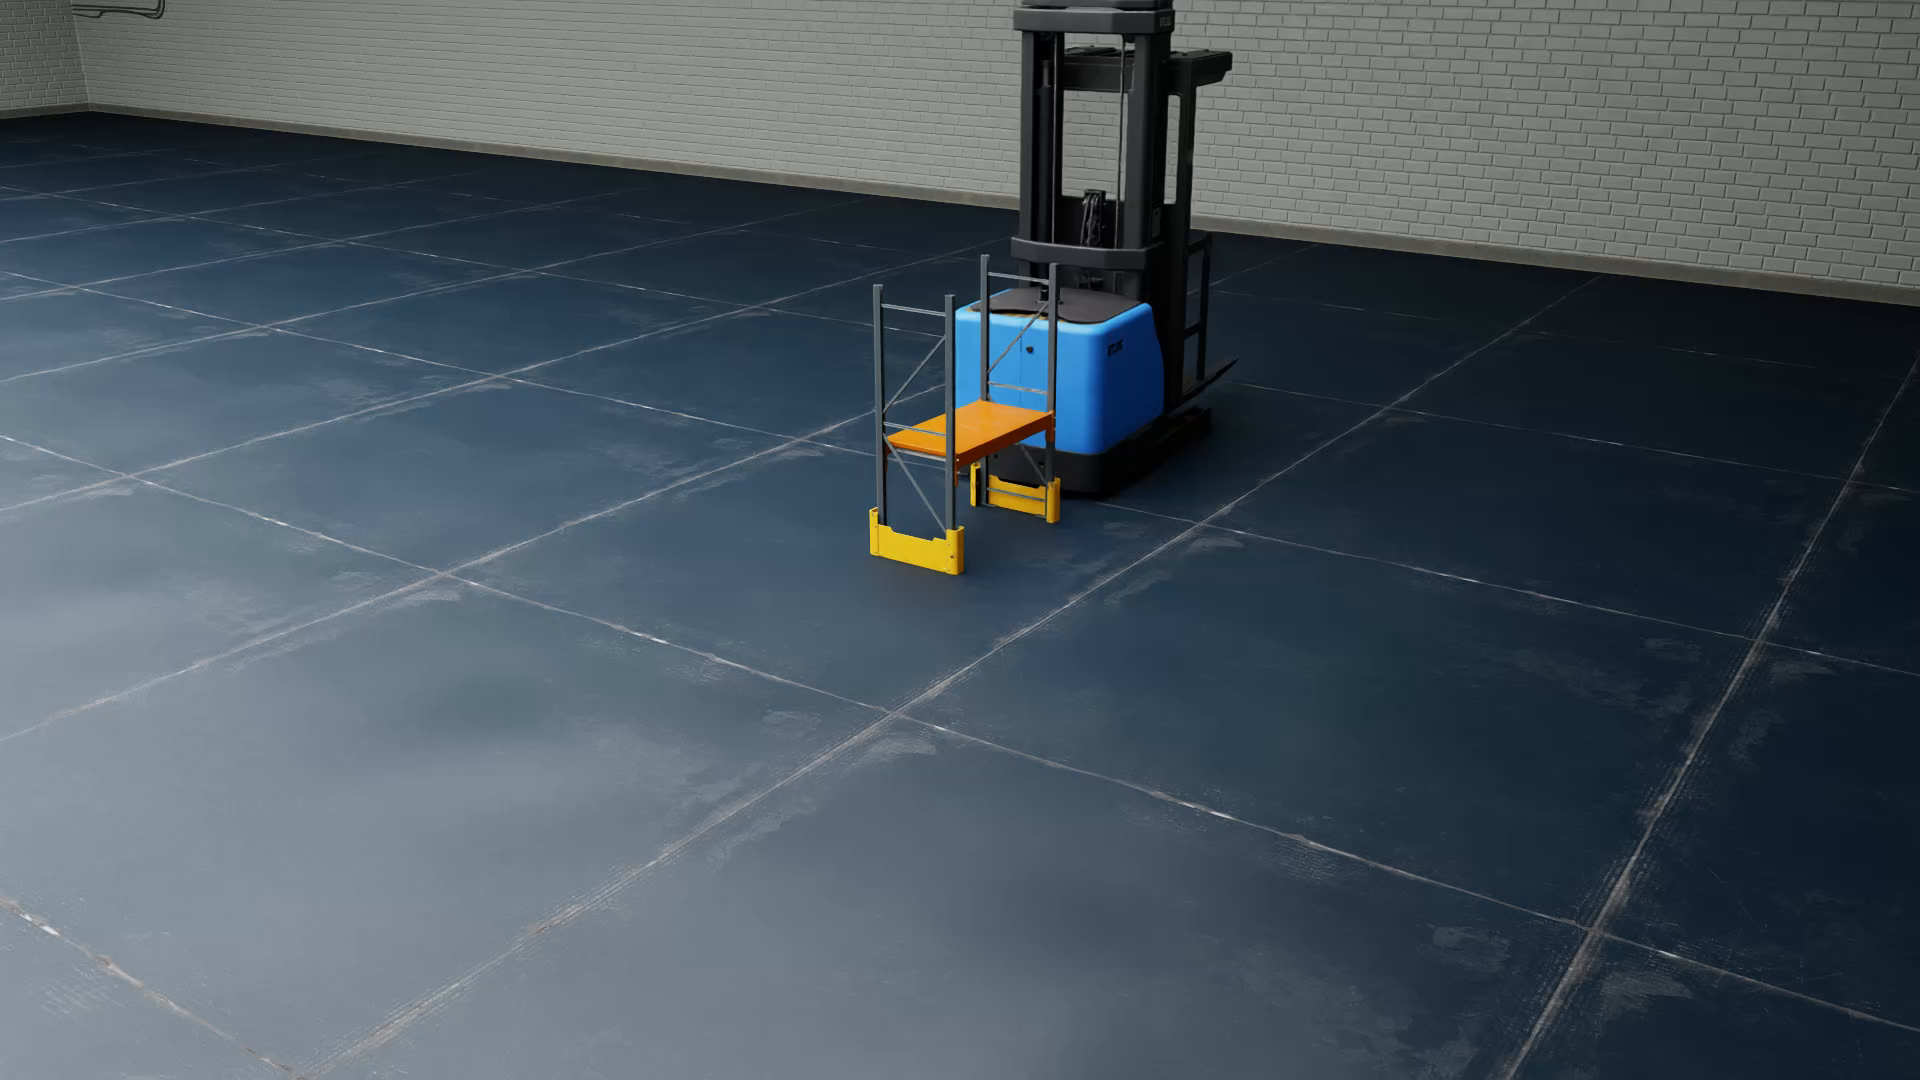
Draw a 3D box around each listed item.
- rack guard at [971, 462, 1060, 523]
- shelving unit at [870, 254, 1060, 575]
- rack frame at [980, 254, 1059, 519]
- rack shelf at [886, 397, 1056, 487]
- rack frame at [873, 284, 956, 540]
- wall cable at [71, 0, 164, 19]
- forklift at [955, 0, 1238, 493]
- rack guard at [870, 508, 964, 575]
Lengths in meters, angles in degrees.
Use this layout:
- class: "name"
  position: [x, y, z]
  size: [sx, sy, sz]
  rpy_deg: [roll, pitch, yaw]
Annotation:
- class: "rack guard"
  position: [0.323, -0.282, 9.804]
  size: [0.587, 0.250, 0.087]
  rpy_deg: [13, 24, 32]
- class: "shelving unit"
  position: [0.043, -0.725, 9.201]
  size: [0.587, 1.500, 1.083]
  rpy_deg: [13, 24, 32]
- class: "rack frame"
  position: [0.334, -0.874, 9.602]
  size: [0.500, 1.500, 0.032]
  rpy_deg: [13, 24, 32]
- class: "rack shelf"
  position: [0.048, -0.559, 9.270]
  size: [0.538, 0.185, 1.000]
  rpy_deg: [13, 24, 32]
- class: "rack frame"
  position: [-0.238, -0.582, 8.814]
  size: [0.500, 1.500, 0.032]
  rpy_deg: [13, 24, 32]
- class: "wall cable"
  position: [-15.077, -10.496, 29.281]
  size: [3.097, 2.526, 0.112]
  rpy_deg: [13, 24, 32]
- class: "forklift"
  position: [1.073, -2.125, 10.922]
  size: [1.130, 2.935, 3.031]
  rpy_deg: [11, 23, 26]
- class: "rack guard"
  position: [-0.237, 0.004, 9.031]
  size: [0.587, 0.250, 0.087]
  rpy_deg: [13, 24, 32]
